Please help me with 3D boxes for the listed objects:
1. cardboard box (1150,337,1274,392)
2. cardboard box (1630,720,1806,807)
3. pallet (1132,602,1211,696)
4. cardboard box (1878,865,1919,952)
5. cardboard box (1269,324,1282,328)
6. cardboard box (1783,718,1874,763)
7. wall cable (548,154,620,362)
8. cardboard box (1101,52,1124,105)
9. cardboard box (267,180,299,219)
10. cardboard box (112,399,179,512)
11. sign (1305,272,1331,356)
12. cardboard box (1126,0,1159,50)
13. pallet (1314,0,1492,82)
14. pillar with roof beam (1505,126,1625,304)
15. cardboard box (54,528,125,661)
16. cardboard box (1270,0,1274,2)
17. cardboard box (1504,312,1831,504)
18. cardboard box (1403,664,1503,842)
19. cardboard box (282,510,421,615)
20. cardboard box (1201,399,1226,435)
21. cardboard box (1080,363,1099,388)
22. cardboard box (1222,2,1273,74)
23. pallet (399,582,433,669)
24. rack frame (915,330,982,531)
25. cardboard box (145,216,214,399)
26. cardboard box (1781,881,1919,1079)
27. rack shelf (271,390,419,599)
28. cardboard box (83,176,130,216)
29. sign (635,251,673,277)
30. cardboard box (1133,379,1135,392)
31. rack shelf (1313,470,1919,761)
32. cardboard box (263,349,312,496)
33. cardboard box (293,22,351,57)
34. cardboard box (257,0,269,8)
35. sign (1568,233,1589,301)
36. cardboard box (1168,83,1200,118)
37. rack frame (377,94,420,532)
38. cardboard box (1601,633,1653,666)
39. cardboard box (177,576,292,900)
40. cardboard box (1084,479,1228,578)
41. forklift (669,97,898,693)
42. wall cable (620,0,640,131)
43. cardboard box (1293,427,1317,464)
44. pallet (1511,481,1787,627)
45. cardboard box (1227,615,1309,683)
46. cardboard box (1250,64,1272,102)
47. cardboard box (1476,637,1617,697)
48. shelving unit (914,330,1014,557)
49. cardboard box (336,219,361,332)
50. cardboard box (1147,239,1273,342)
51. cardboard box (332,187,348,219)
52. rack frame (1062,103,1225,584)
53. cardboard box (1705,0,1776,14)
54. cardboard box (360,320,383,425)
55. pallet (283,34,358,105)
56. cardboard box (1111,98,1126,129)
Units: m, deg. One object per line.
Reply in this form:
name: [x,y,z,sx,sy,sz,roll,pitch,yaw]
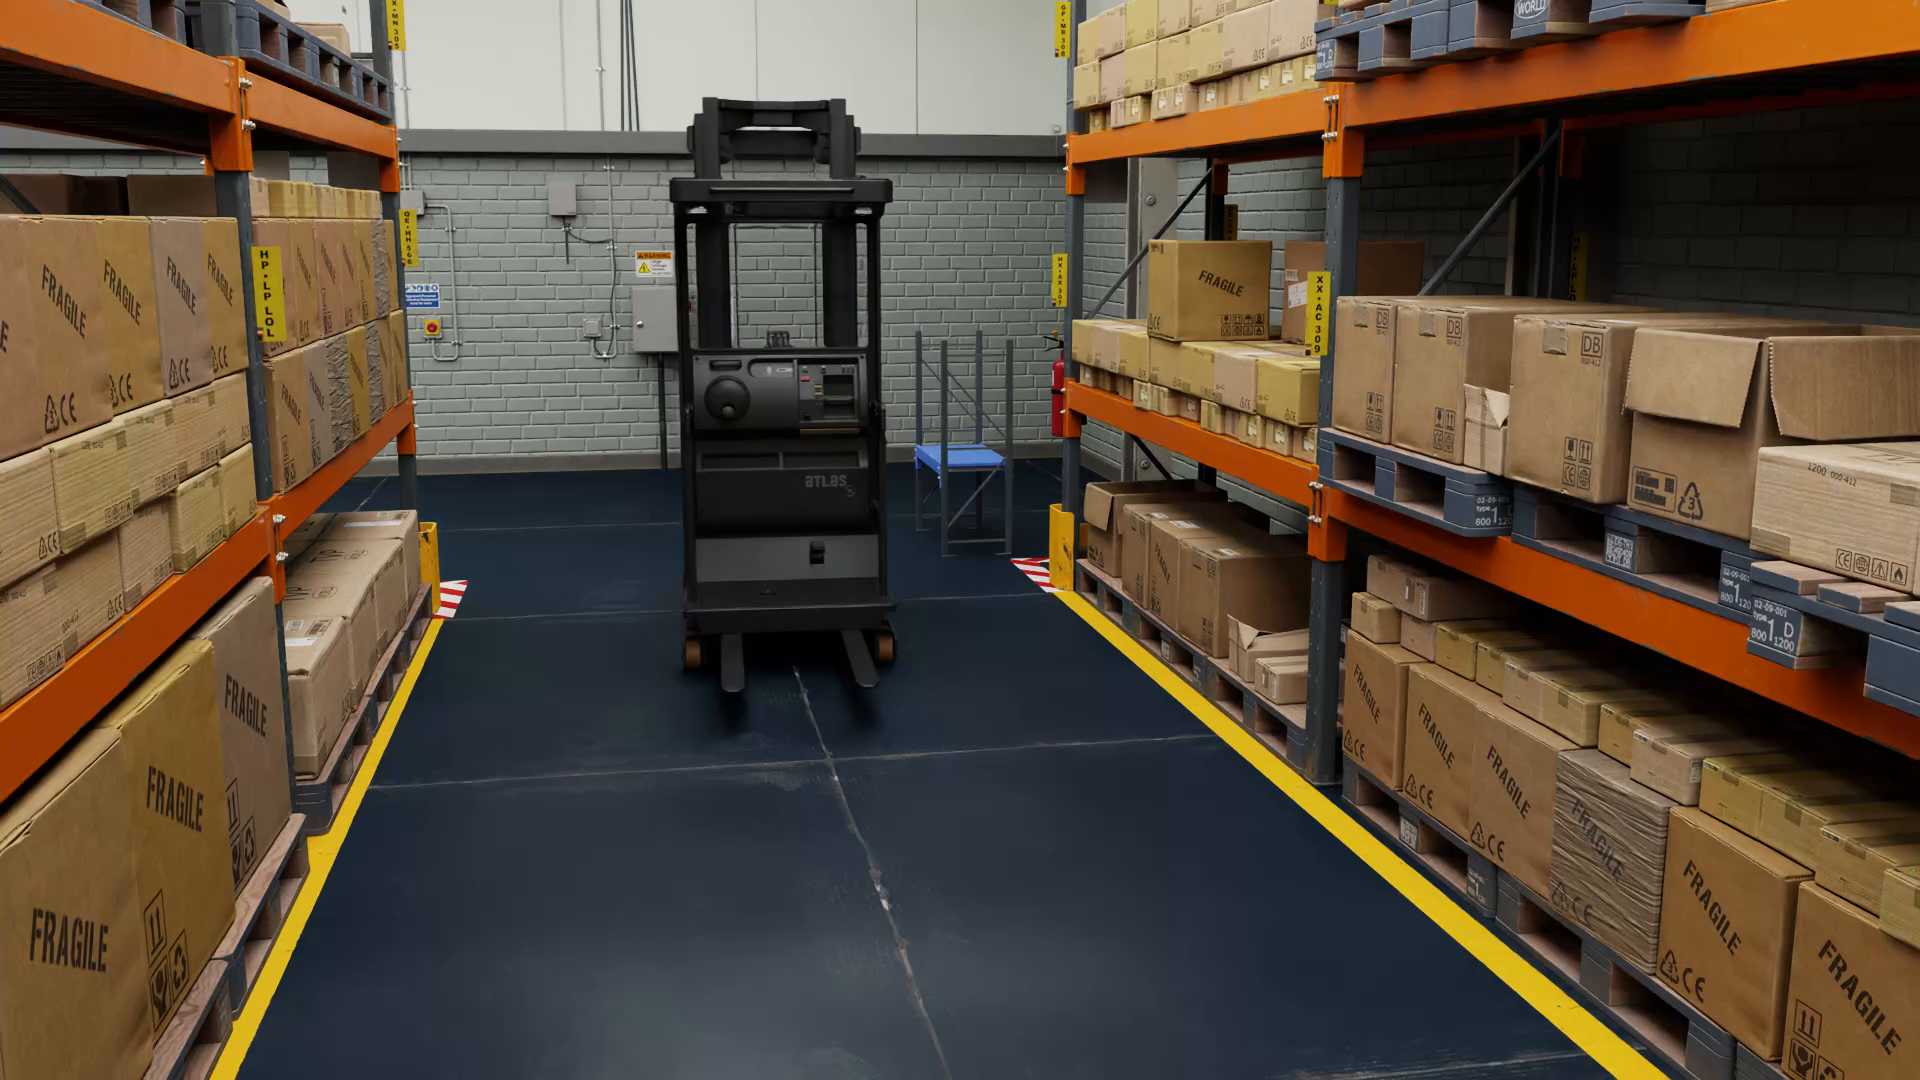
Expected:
cardboard box: [1.302,-0.918,8.600,0.500,0.250,0.500,-2,11,-13]
cardboard box: [2.139,0.628,4.701,0.380,0.149,0.250,-3,11,-14]
pallet: [1.563,0.537,8.811,1.003,0.211,1.213,-2,11,-11]
cardboard box: [2.286,0.824,3.675,0.380,0.149,0.250,-3,11,-14]
cardboard box: [1.607,-1.120,9.662,0.500,0.250,0.500,-2,11,-11]
cardboard box: [2.614,0.612,4.788,0.380,0.149,0.250,-2,11,-11]
wall cable: [-3.441,-2.621,15.229,0.588,1.984,0.122,-2,11,-11]
cardboard box: [1.095,-2.579,9.305,0.500,0.250,0.500,-2,11,-10]
cardboard box: [-2.884,-1.367,6.682,0.380,0.149,0.250,-2,11,-11]
cardboard box: [-2.397,-0.215,4.369,0.500,0.250,0.500,-2,11,-10]
sign: [1.405,-0.887,6.519,0.100,0.325,0.005,-2,11,-11]
cardboard box: [1.190,-2.732,8.773,0.500,0.250,0.500,-2,11,-12]
pallet: [1.994,-1.742,5.806,1.213,0.211,1.003,-2,11,-11]
pillar with roof beam: [-1.538,-3.434,6.170,9.100,9.000,0.400,-2,11,-11]
cardboard box: [-2.315,0.126,3.911,0.500,0.250,0.500,-2,11,-11]
cardboard box: [1.602,-2.358,6.810,0.500,0.250,0.500,-2,11,-11]
cardboard box: [2.064,-0.402,4.898,0.700,0.500,0.500,-2,11,-11]
cardboard box: [1.923,0.733,5.885,0.500,0.500,0.500,-2,11,-12]
cardboard box: [-3.484,0.135,9.197,0.875,0.438,0.875,-3,11,-13]
cardboard box: [1.378,-0.597,7.984,0.380,0.149,0.250,-2,11,-12]
cardboard box: [0.953,-1.023,10.219,0.380,0.149,0.250,-2,11,-11]
cardboard box: [1.485,-2.203,7.332,0.500,0.250,0.500,-3,11,-13]
pallet: [-3.478,0.478,9.118,1.003,0.211,1.213,-2,11,-11]
rack frame: [-0.082,-0.814,12.464,0.500,1.500,0.032,-2,11,-11]
cardboard box: [-2.491,-0.674,4.776,0.500,0.500,0.500,-2,11,-10]
cardboard box: [2.334,1.111,3.901,0.500,0.500,0.500,-2,11,-12]
rack shelf: [-3.321,-0.315,7.753,1.077,0.370,4.000,-2,11,-11]
cardboard box: [-3.249,-1.258,6.106,0.380,0.149,0.250,-2,11,-10]
sign: [-2.835,-2.560,15.415,0.339,0.242,0.001,-2,11,-11]
cardboard box: [1.179,-0.834,9.226,0.380,0.149,0.250,-2,11,-10]
rack shelf: [2.325,0.237,4.851,1.077,0.370,4.000,-2,11,-11]
cardboard box: [-2.767,-0.446,6.252,0.500,0.500,0.500,-2,11,-9]
cardboard box: [-3.534,-2.611,8.882,0.500,0.250,0.500,-3,11,-16]
cardboard box: [-2.841,-2.195,6.027,0.500,0.500,0.500,-2,11,-10]
sign: [2.480,-1.072,6.712,0.100,0.325,0.005,-2,11,-11]
cardboard box: [1.248,-2.169,8.222,0.380,0.149,0.250,-2,11,-10]
rack frame: [-3.710,-1.035,9.613,1.000,3.000,0.127,-2,11,-11]
cardboard box: [2.478,0.416,5.818,0.380,0.149,0.250,-3,11,-14]
cardboard box: [-2.733,0.647,5.336,0.875,0.875,0.875,-2,11,-9]
cardboard box: [1.184,-0.081,10.152,0.797,0.503,0.637,-3,11,-13]
forklift: [-0.931,-0.831,8.723,1.130,2.935,3.031,-2,11,-8]
wall cable: [-1.615,-5.155,15.113,2.988,3.039,0.133,-2,11,-11]
cardboard box: [1.626,-0.409,6.993,0.380,0.149,0.250,-2,11,-10]
pallet: [2.331,-0.011,4.747,1.003,0.211,1.213,-2,11,-11]
cardboard box: [1.470,0.497,7.752,0.396,0.266,0.258,-2,11,-9]
cardboard box: [1.488,-1.983,7.241,0.380,0.149,0.250,-2,11,-9]
cardboard box: [2.002,0.440,5.689,0.380,0.149,0.250,-2,11,-12]
shelving unit: [0.017,-0.721,11.974,0.538,1.500,1.048,-2,11,-11]
cardboard box: [-3.063,-1.218,7.631,0.500,0.500,0.500,-2,11,-11]
cardboard box: [1.274,-1.289,8.547,0.500,0.500,0.500,-2,11,-10]
cardboard box: [-3.142,-1.604,7.923,0.380,0.149,0.250,-2,11,-10]
rack frame: [1.158,-1.216,10.565,1.000,3.000,0.127,-2,11,-11]
cardboard box: [2.180,-1.418,4.004,0.500,0.250,0.500,-2,11,-11]
cardboard box: [-3.164,-0.819,8.209,0.500,0.500,0.500,-2,11,-9]
pallet: [-3.315,-2.105,7.450,1.003,0.211,1.213,-2,11,-11]
cardboard box: [1.049,-2.355,9.199,0.380,0.149,0.250,-2,11,-10]
